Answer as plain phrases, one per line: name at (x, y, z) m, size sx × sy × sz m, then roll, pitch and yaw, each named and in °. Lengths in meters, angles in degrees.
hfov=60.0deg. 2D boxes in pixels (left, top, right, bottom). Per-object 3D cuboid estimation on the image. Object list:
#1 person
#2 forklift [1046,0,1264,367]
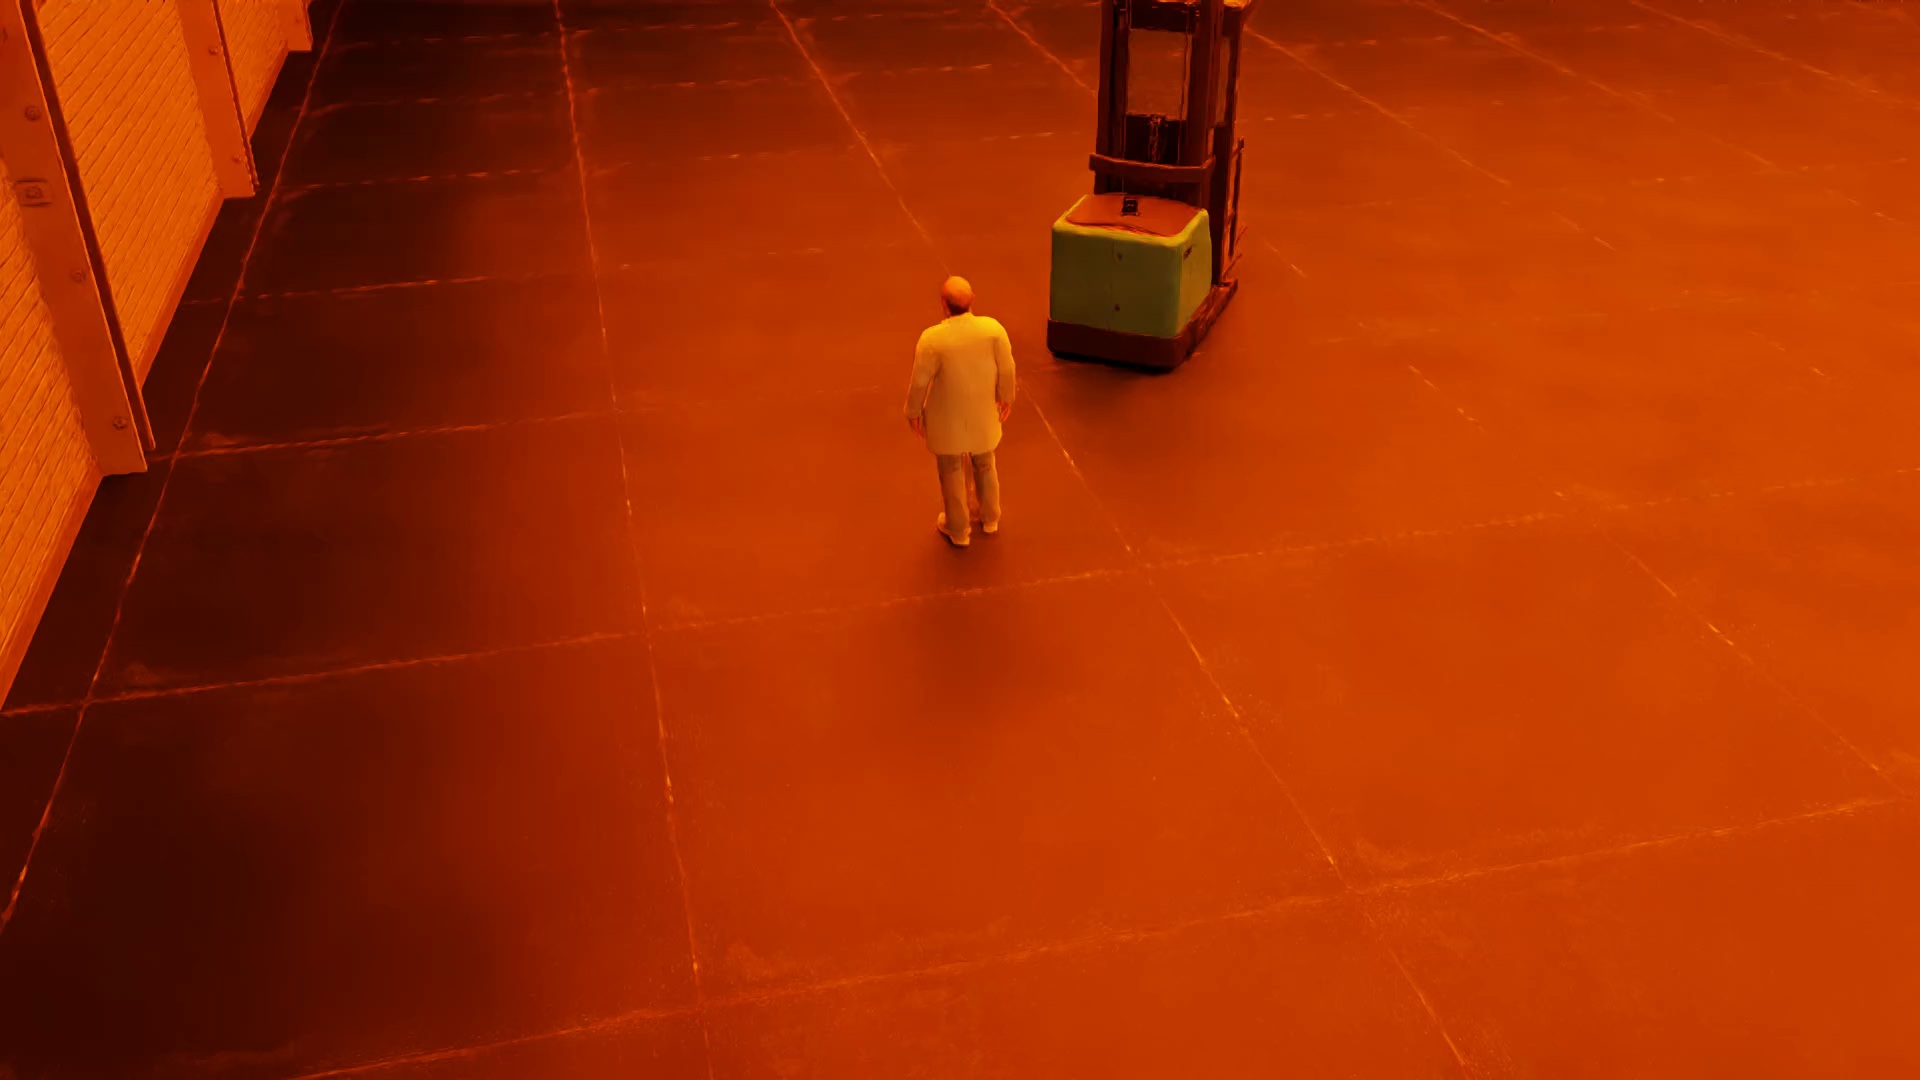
person at (-0.017, -0.820, 10.129) m, size 0.694 × 1.776 × 0.579 m, roll -7°, pitch 31°, yaw -12°
forklift at (1.705, -3.300, 13.274) m, size 1.130 × 2.935 × 3.031 m, roll 12°, pitch 32°, yaw 19°
